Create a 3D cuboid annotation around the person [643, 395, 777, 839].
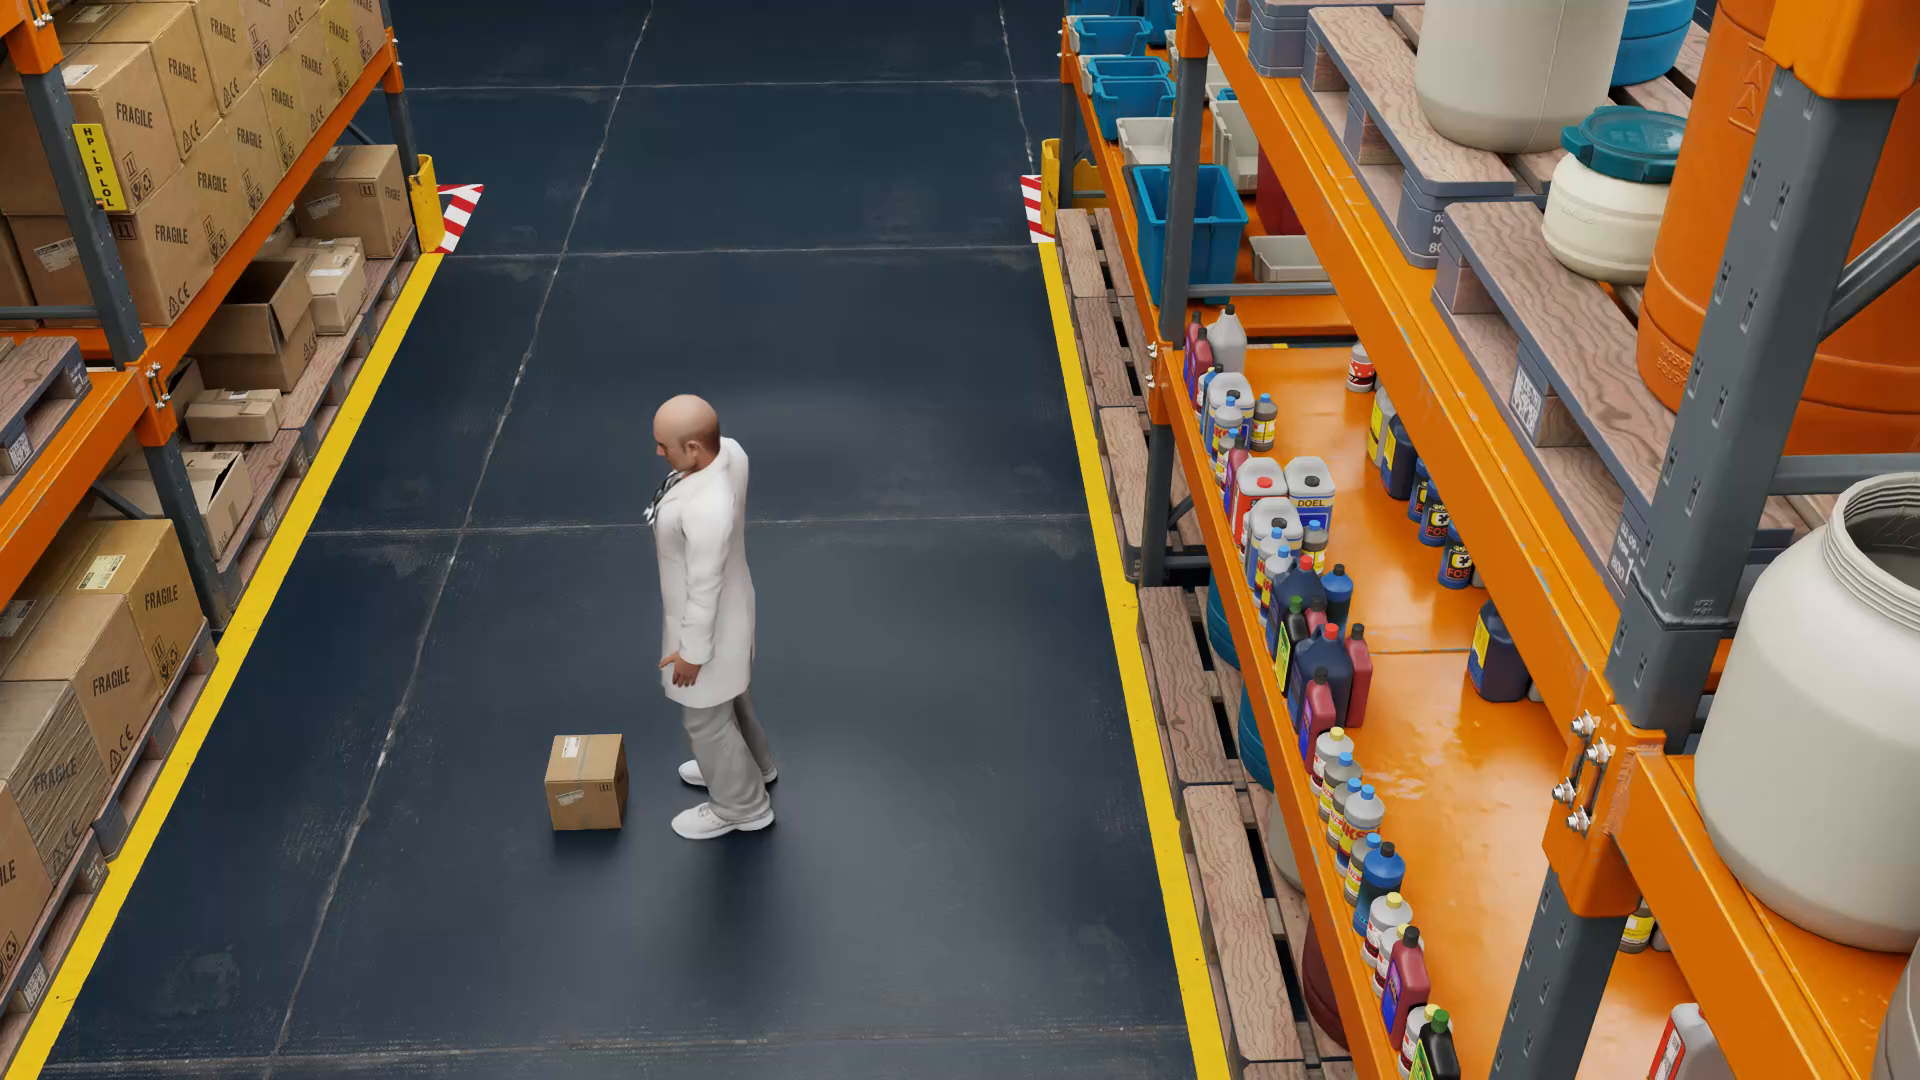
[{"bbox_3d":[-0.885,0.279,5.769,0.380,1.778,0.562,-1,35,-1],"label":"person"}]
